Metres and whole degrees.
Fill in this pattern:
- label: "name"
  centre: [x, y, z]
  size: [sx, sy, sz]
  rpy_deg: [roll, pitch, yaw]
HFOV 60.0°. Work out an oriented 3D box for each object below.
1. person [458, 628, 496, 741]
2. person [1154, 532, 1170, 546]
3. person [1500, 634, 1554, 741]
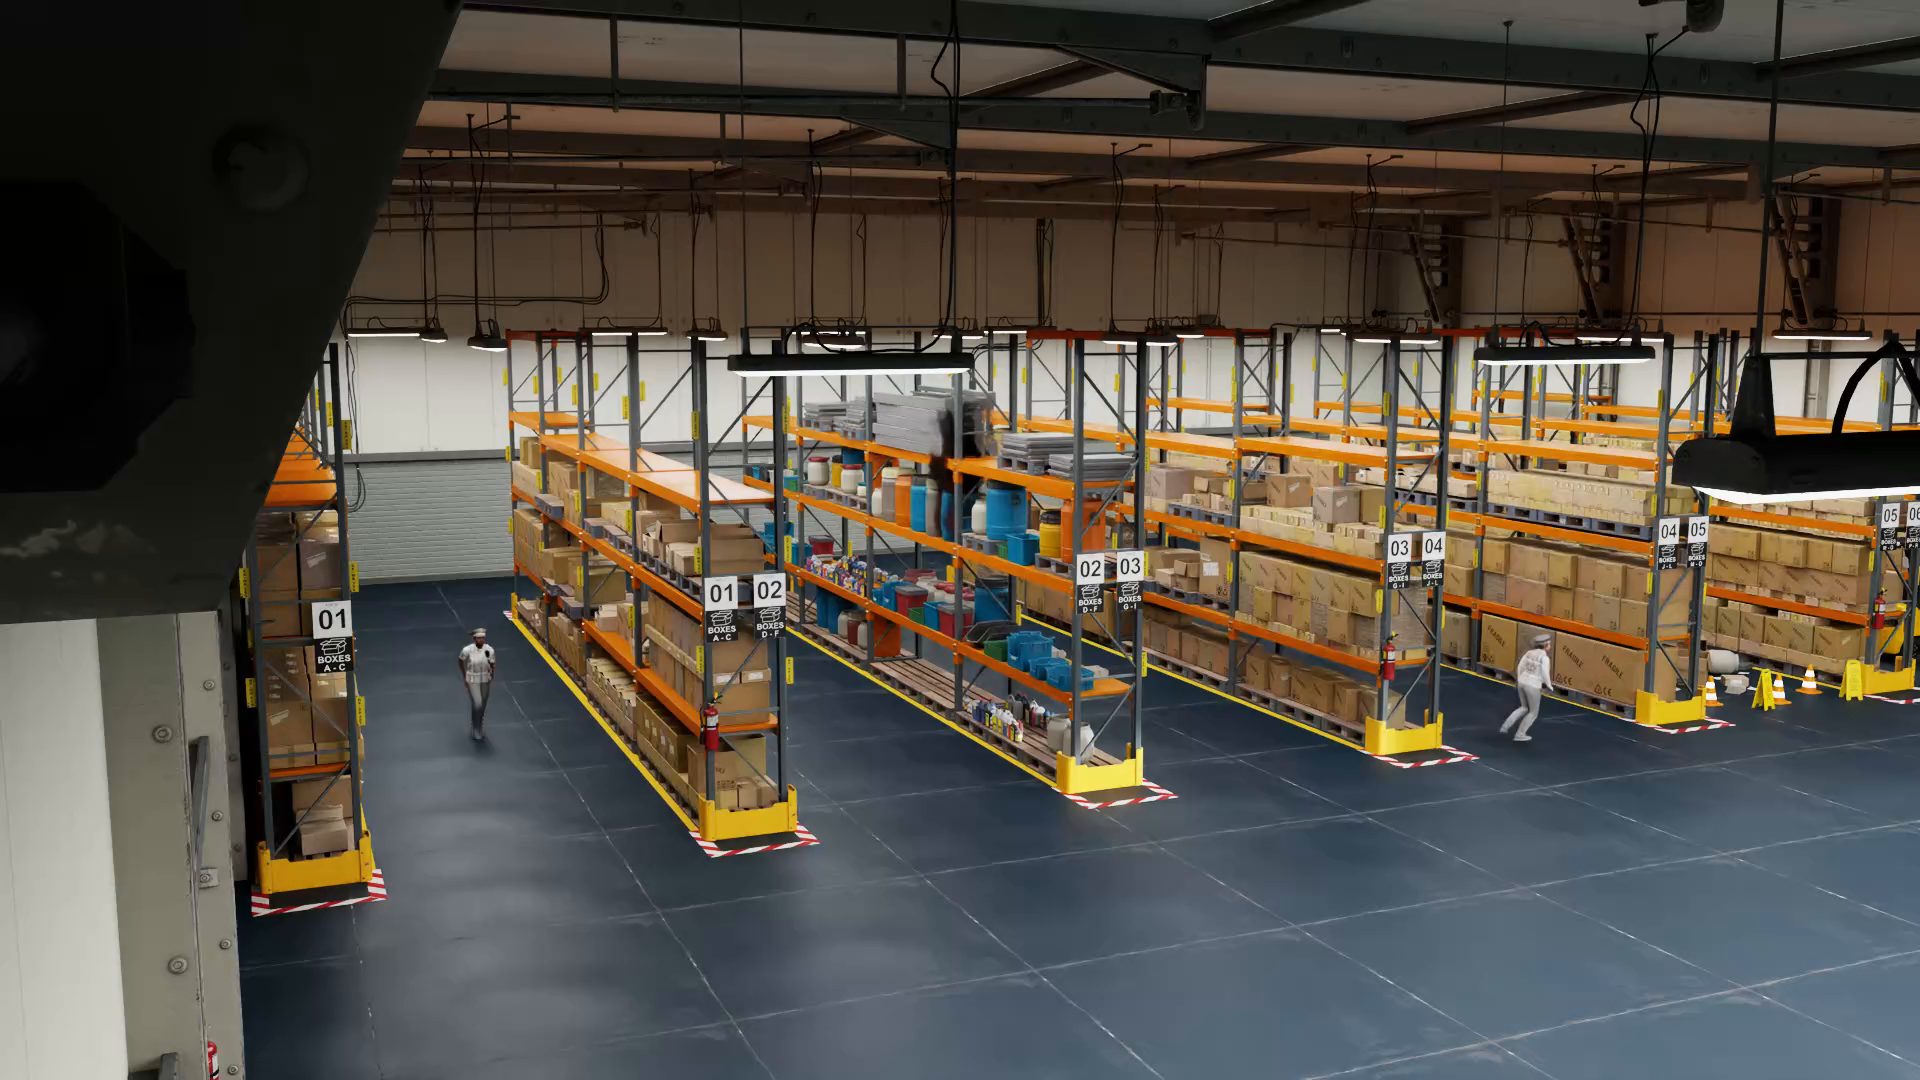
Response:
- label: "person"
  centre: [-7.201, 2.140, 24.890]
  size: [0.494, 1.708, 0.801]
  rpy_deg: [-5, 9, -33]
- label: "person"
  centre: [5.188, -0.091, 41.611]
  size: [0.653, 1.643, 0.546]
  rpy_deg: [-2, 8, -11]
- label: "person"
  centre: [8.443, 2.192, 24.670]
  size: [0.722, 1.600, 0.580]
  rpy_deg: [-2, 8, -16]
